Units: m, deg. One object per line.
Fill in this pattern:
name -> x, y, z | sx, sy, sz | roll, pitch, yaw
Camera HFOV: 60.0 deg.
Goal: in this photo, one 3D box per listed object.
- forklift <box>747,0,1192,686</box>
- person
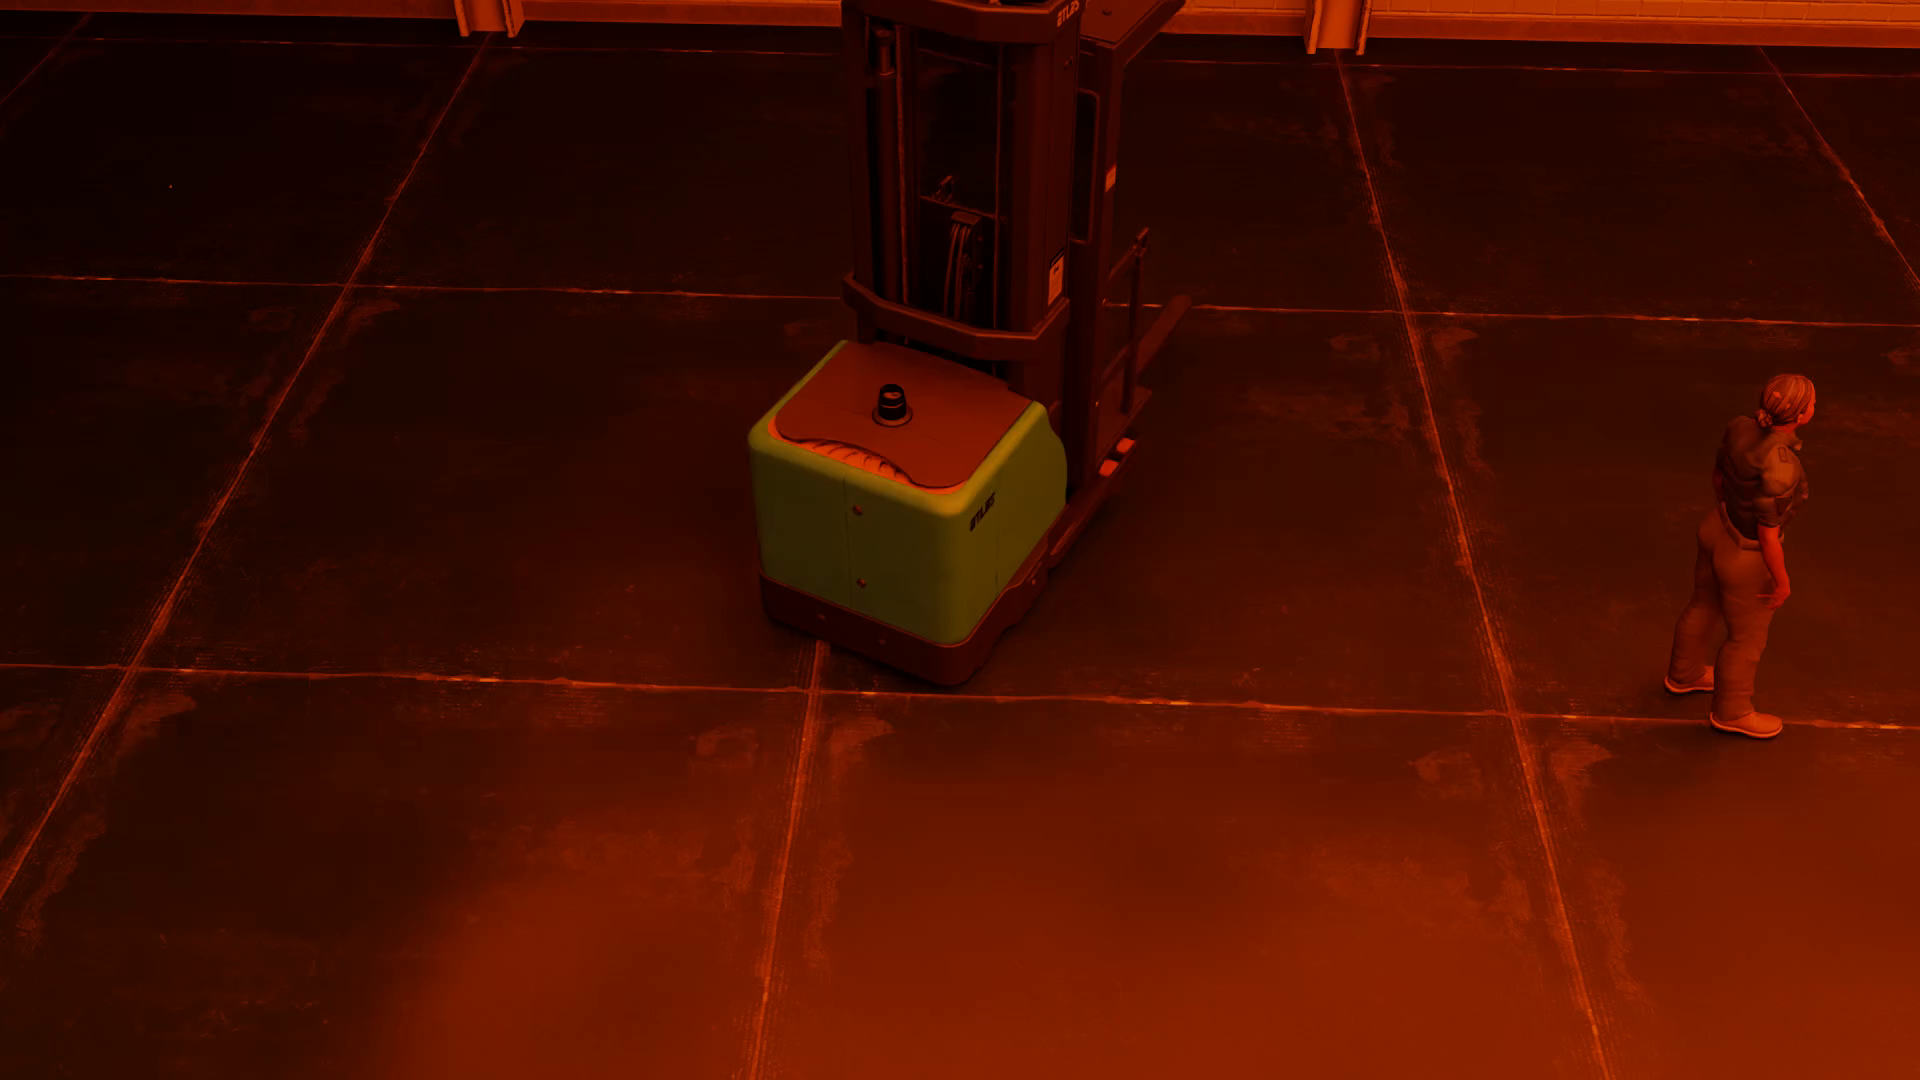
forklift -> 0.249, -1.445, 7.325 | 1.130, 2.935, 3.031 | 20, 46, 20
person -> 3.199, 0.044, 6.631 | 0.505, 1.654, 0.570 | -3, 42, -3
